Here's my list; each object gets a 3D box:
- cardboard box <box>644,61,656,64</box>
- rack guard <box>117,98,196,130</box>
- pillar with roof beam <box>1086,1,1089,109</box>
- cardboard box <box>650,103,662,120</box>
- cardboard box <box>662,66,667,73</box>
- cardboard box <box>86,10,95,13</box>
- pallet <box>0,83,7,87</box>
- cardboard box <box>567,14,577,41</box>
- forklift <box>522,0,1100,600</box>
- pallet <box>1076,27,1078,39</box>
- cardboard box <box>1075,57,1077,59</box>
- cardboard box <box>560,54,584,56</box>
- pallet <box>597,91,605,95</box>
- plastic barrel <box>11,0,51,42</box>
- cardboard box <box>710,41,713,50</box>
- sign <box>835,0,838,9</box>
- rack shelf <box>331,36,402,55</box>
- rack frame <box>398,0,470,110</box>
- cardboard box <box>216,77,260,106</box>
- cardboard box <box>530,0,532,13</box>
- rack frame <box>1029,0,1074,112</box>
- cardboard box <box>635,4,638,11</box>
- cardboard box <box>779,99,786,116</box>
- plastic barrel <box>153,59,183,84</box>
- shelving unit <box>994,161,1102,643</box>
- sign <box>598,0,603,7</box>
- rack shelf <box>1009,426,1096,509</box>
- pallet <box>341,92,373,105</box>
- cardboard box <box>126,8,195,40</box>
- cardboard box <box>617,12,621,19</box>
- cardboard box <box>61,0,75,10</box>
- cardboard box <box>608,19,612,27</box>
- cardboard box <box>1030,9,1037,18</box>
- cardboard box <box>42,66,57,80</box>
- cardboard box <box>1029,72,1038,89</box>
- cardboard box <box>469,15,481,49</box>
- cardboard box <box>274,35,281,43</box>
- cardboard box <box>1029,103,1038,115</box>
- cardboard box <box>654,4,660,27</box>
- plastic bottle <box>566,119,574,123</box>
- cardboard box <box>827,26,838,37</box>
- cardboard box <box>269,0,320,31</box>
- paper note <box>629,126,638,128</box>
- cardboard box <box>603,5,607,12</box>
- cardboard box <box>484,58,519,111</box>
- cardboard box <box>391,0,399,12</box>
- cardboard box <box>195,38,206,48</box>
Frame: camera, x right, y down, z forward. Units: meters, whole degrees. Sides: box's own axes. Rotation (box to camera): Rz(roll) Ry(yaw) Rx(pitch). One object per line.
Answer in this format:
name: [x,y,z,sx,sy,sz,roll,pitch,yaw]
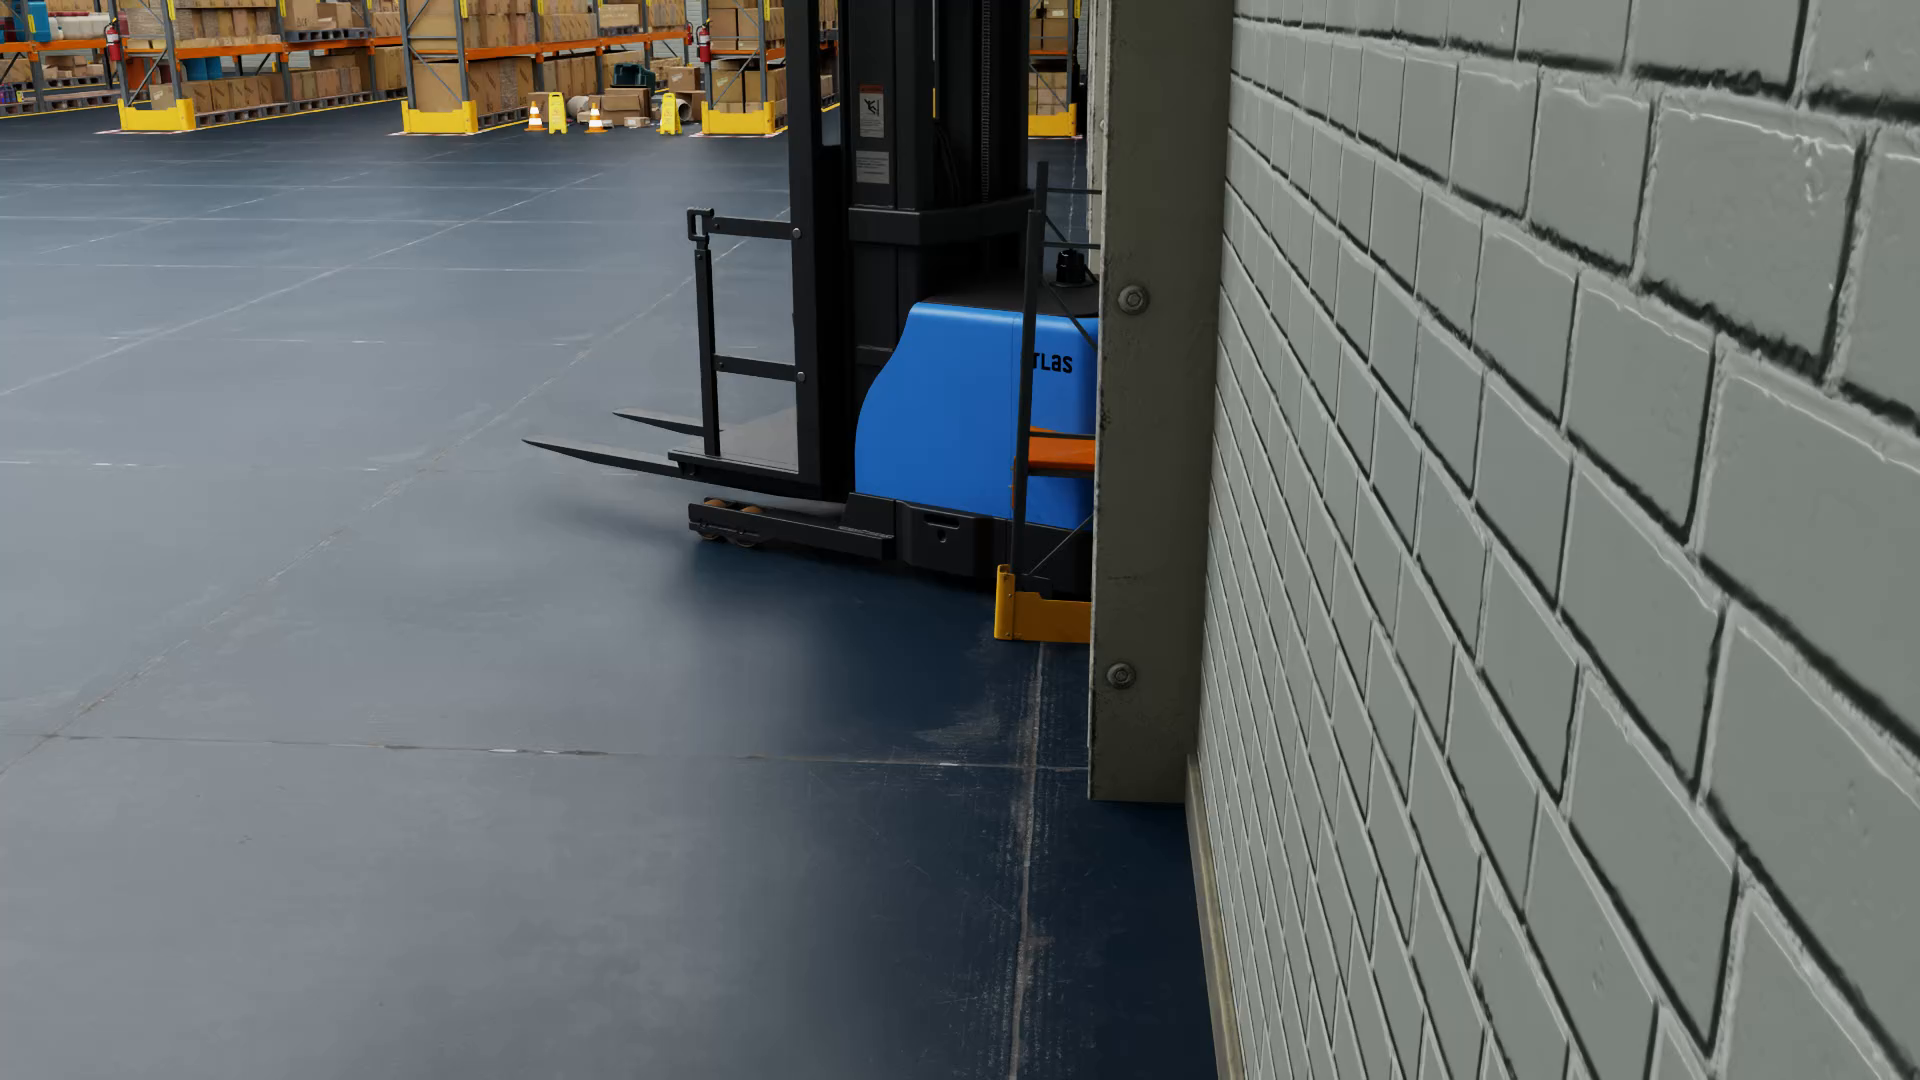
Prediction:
cardboard box: [-7.455,-11.319,39.597,0.380,0.149,0.250,1,18,3]
rack guard: [-13.529,-7.176,28.020,1.175,0.500,0.348,1,18,4]
pillar with roof beam: [-1.614,-13.016,32.193,9.100,9.000,0.400,1,18,4]
cardboard box: [-5.563,-7.857,30.474,0.258,0.266,0.396,-13,22,-34]
cardboard box: [-7.333,-11.419,40.382,0.380,0.149,0.250,1,18,3]
cardboard box: [-22.104,-13.118,41.979,0.500,0.500,0.500,1,18,4]
pallet: [-22.660,-10.331,38.112,1.003,0.211,1.213,1,18,4]
cardboard box: [-7.891,-10.115,32.814,0.500,0.500,0.500,2,18,5]
forklift: [-0.538,-1.492,6.769,3.031,2.935,1.130,10,21,29]
pallet: [1.853,-10.615,34.808,1.213,0.211,1.003,1,18,4]
cardboard box: [2.372,-10.532,36.547,0.380,0.149,0.250,2,18,5]
cardboard box: [-8.234,-10.269,35.581,0.500,0.250,0.500,1,18,3]
pallet: [-7.964,-9.600,35.882,1.003,0.211,1.213,1,18,4]
plastic barrel: [-17.858,-10.044,31.955,0.600,0.901,0.708,1,18,4]
cardboard box: [-3.929,-8.202,27.539,0.380,0.149,0.250,1,18,3]
sign: [-2.535,-11.107,34.270,0.100,0.325,0.005,1,18,4]
rack shelf: [-12.818,-11.104,37.149,1.077,0.370,4.000,1,18,4]
rack frame: [-8.595,-8.198,27.125,1.000,3.000,0.127,1,18,4]
cardboard box: [-13.350,-8.293,30.754,0.500,0.500,0.500,7,20,21]
cardboard box: [-8.278,-10.117,31.216,0.700,0.500,0.500,1,18,3]
rack frame: [1.301,-8.009,26.549,1.000,3.000,0.127,1,18,4]
cardboard box: [-7.569,-12.159,37.986,0.380,0.149,0.250,2,18,6]
cardboard box: [-3.273,-7.414,28.475,0.500,0.250,0.500,2,18,6]
plastic barrel: [-17.802,-10.492,37.324,0.600,0.588,0.708,1,18,4]
shelving unit: [0.478,-0.529,6.049,0.587,1.500,1.083,3,22,3]
sign: [-7.467,-11.221,34.492,0.100,0.325,0.005,1,18,4]
rack shelf: [0.470,-0.359,6.107,0.538,0.185,1.000,3,22,3]
pallet: [-13.019,-9.257,34.835,1.003,0.211,1.213,1,18,4]
cardboard box: [-13.468,-8.699,28.016,0.875,0.500,0.500,1,18,4]
cardboard box: [-7.680,-11.534,36.556,0.380,0.149,0.250,2,18,6]
cardboard box: [-22.167,-13.272,40.843,0.500,0.500,0.500,1,18,2]
cardboard box: [-7.732,-11.148,35.857,0.380,0.149,0.250,2,18,6]
cardboard box: [1.046,-8.479,26.780,0.380,0.149,0.250,2,18,5]
cardboard box: [-22.309,-11.346,40.344,0.500,0.311,0.500,1,18,4]
cardboard box: [1.023,-7.527,27.213,0.500,0.250,0.500,2,18,6]
cardboard box: [-8.596,-8.557,27.979,0.875,0.550,0.550,1,18,4]
cardboard box: [-12.970,-9.390,31.165,0.380,0.149,0.250,1,18,4]
cardboard box: [1.019,-7.055,27.378,0.500,0.250,0.500,1,18,4]
cardboard box: [-7.419,-12.416,39.359,0.500,0.500,0.500,1,18,4]
plastic bottle: [-7.018,-7.453,29.570,0.283,0.061,0.133,-5,19,-15]
cardboard box: [-2.791,-10.679,34.936,0.500,0.250,0.500,1,18,3]
cardboard box: [-13.051,-10.311,31.934,1.000,1.000,1.000,1,18,4]
paper note: [-5.568,-7.046,28.377,0.148,0.019,0.142,-5,19,-15]
cardboard box: [-7.756,-11.344,35.500,0.380,0.149,0.250,1,18,4]
cardboard box: [-8.484,-8.156,29.735,0.875,0.875,0.875,1,18,4]
cardboard box: [-12.802,-11.986,36.915,0.797,0.503,0.637,2,18,6]
cardboard box: [-13.209,-8.537,28.561,0.380,0.149,0.250,1,18,4]
